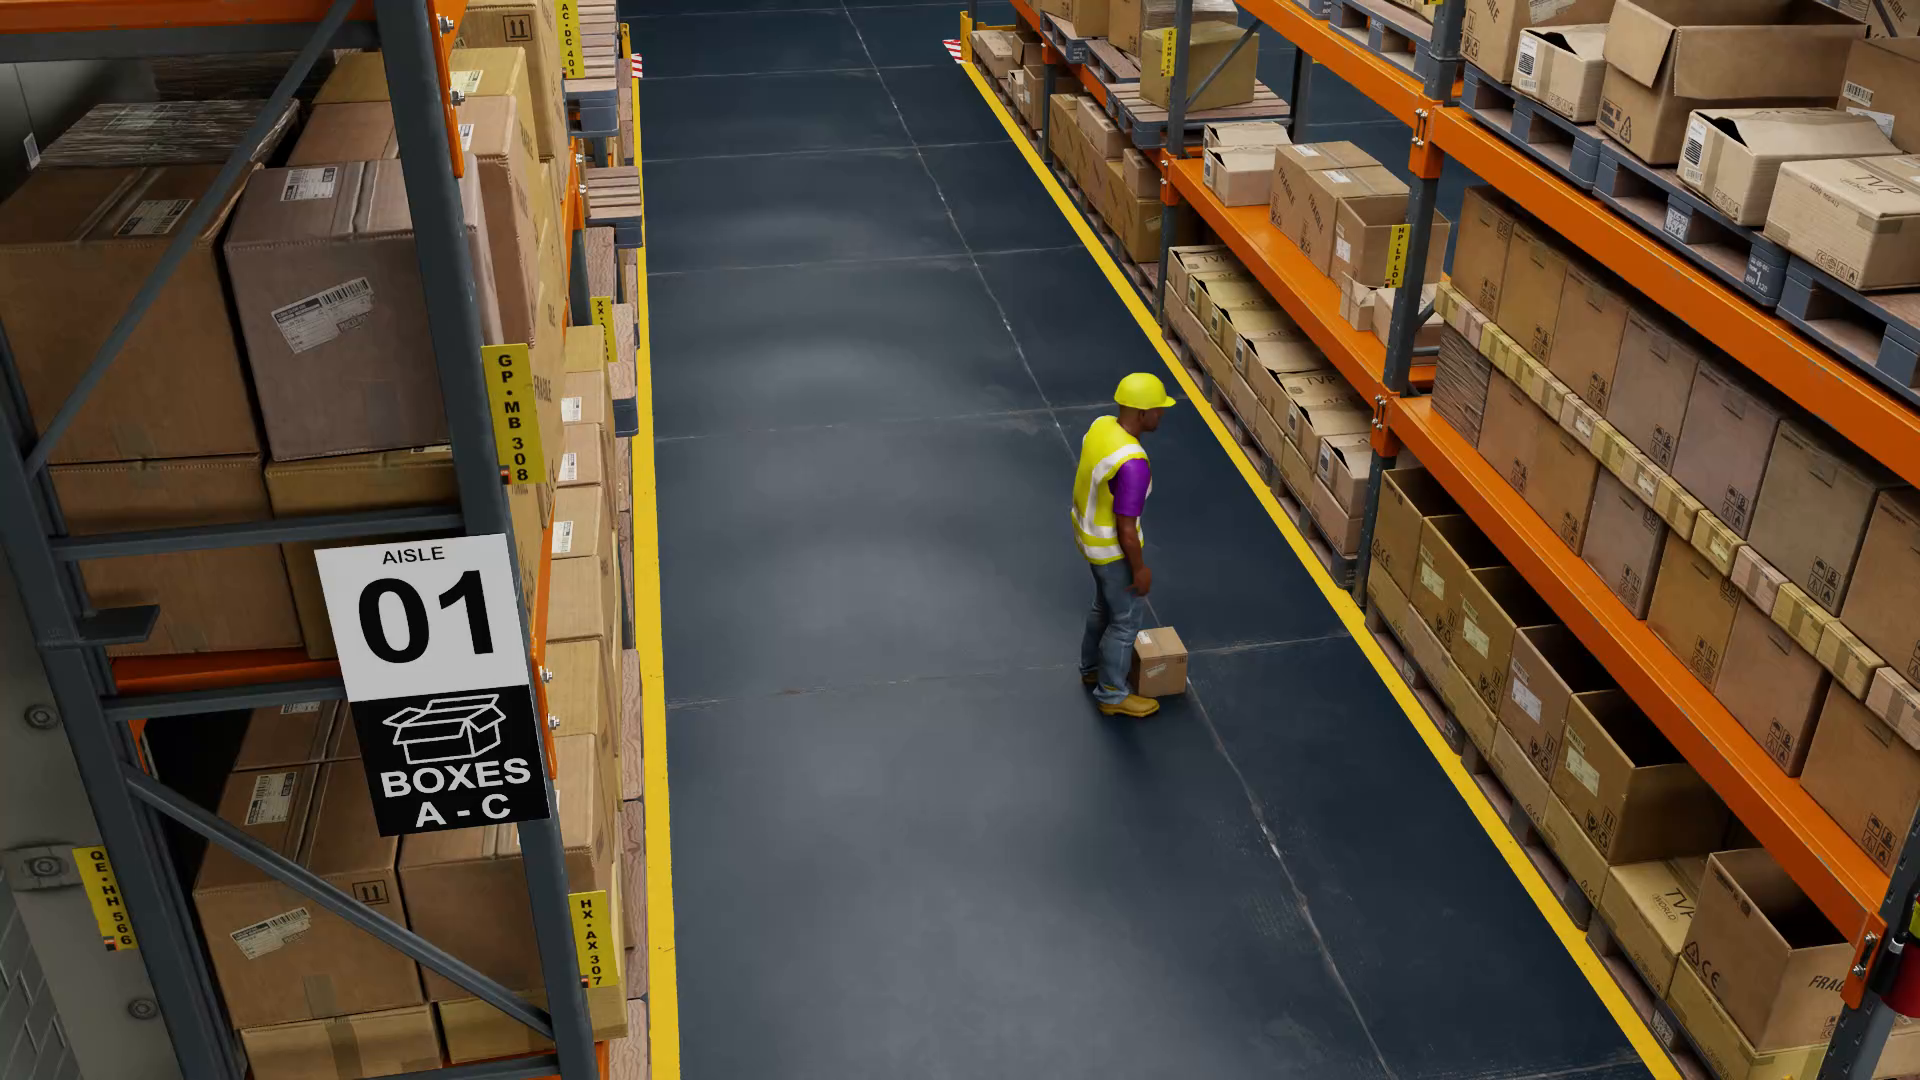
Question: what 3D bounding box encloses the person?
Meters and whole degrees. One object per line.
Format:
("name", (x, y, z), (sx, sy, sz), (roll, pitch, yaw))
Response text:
("person", (0.783, 0.008, 8.106), (0.456, 1.761, 0.627), (-5, 31, -9))
